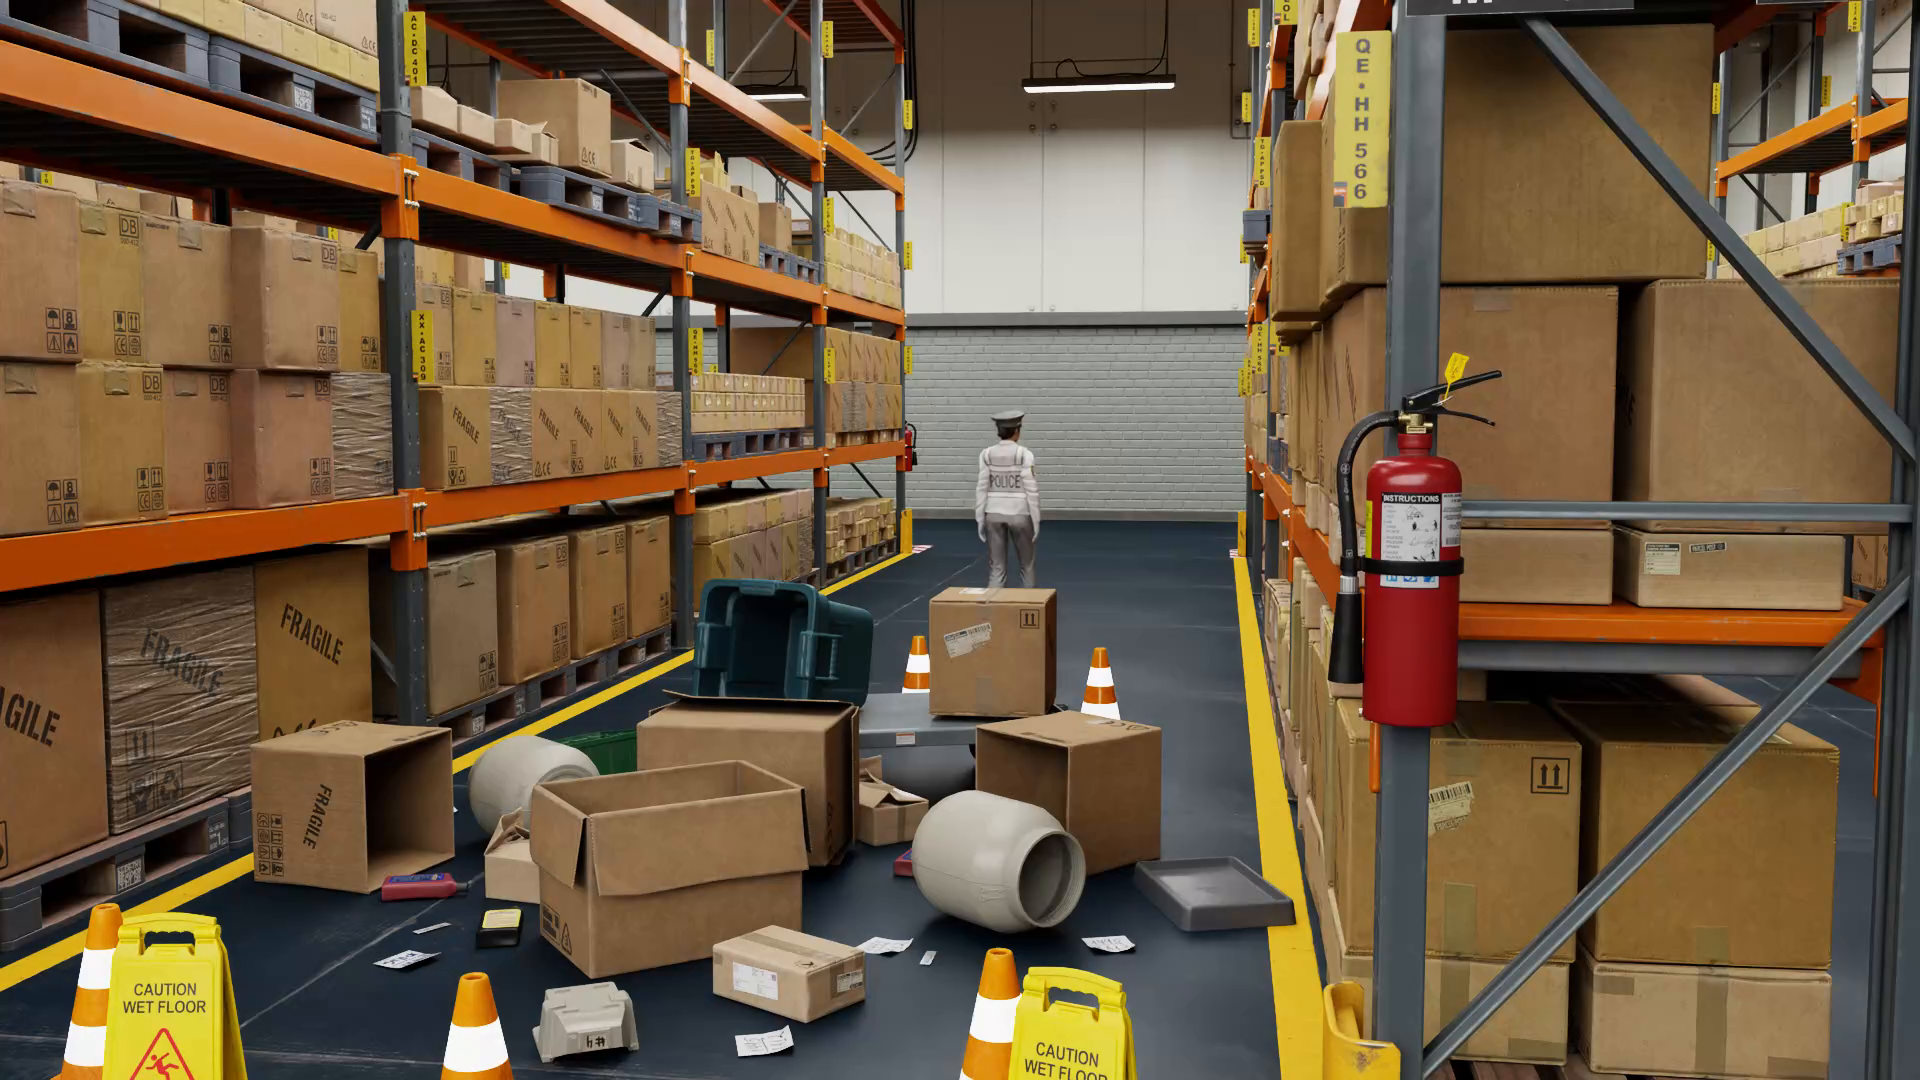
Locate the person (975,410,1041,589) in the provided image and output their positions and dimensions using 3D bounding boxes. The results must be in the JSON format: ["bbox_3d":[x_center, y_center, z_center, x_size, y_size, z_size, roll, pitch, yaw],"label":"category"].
[{"bbox_3d":[0.408,-0.156,12.661,0.506,1.667,0.673,1,5,17],"label":"person"}]
